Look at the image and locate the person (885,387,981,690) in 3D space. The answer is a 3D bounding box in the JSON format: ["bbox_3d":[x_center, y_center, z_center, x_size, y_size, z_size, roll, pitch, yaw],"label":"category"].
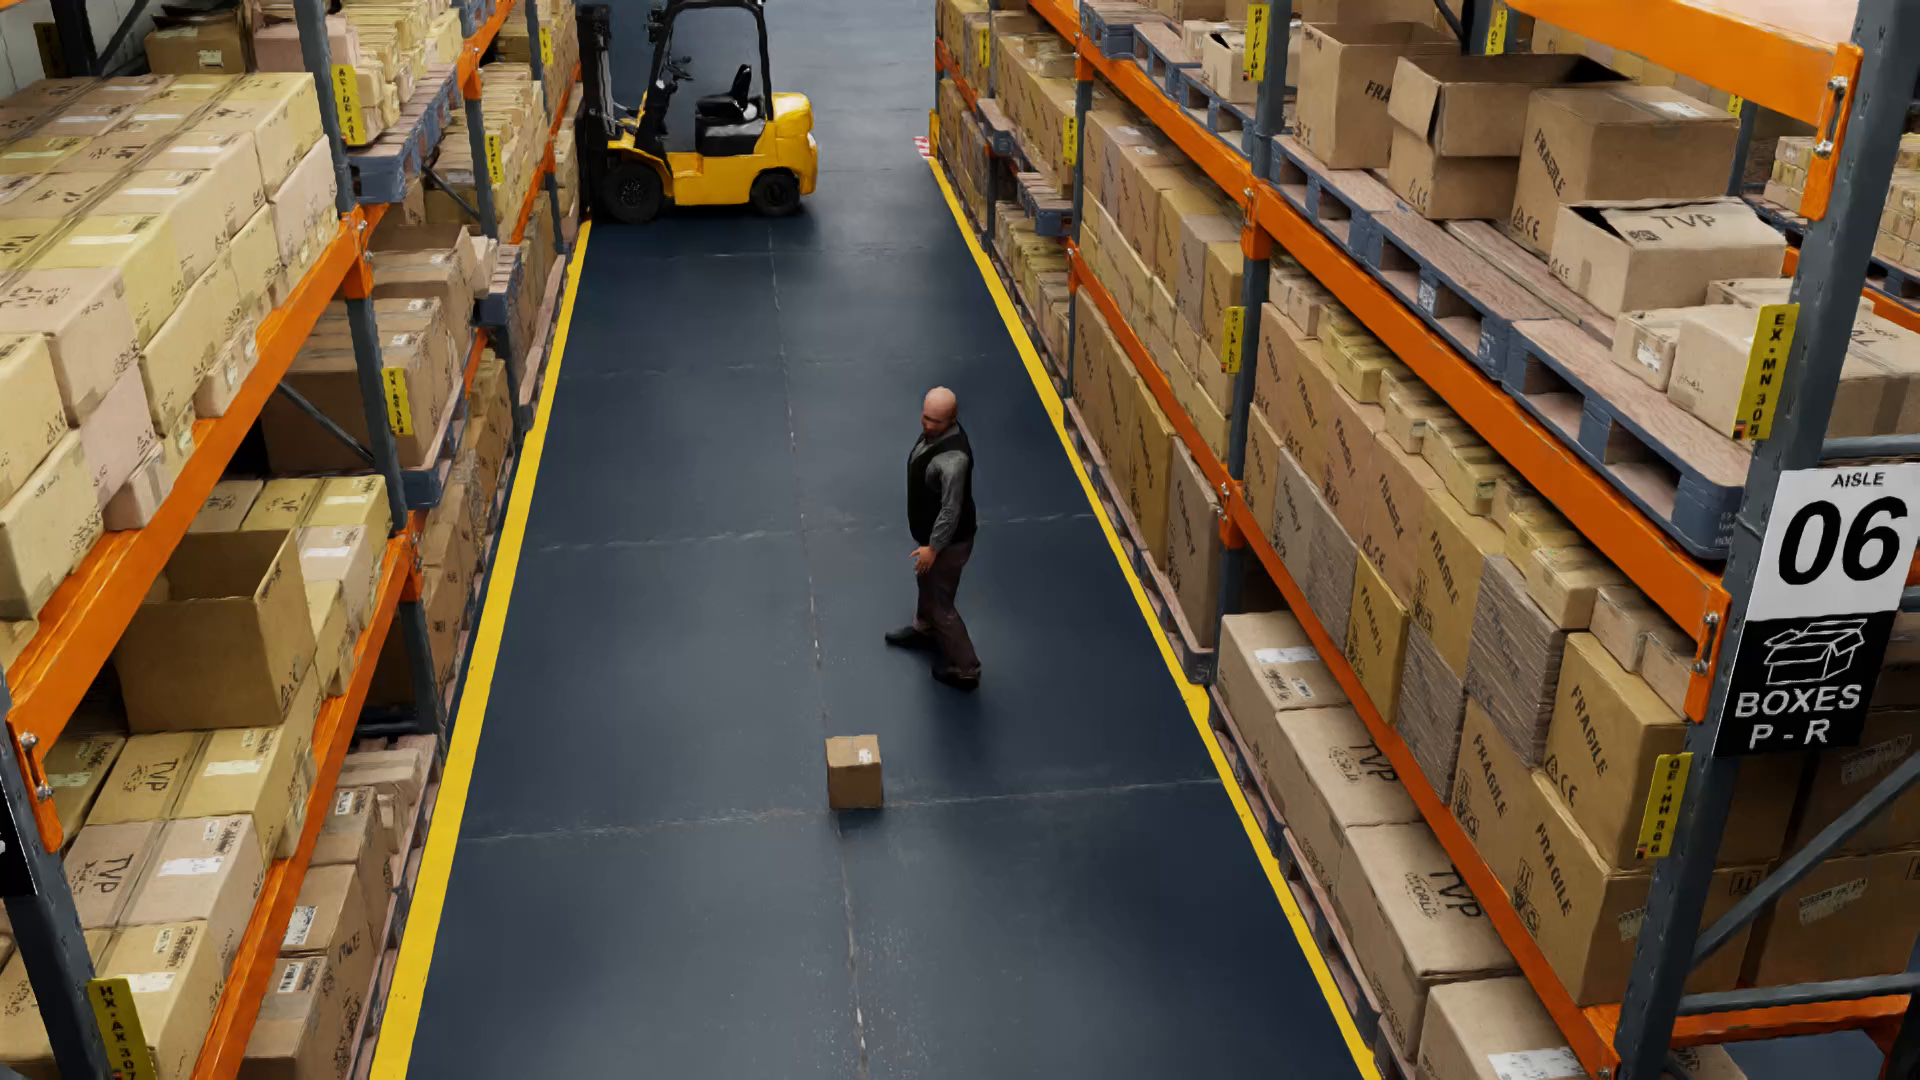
[{"bbox_3d":[-0.157,-0.046,8.773,0.551,1.714,0.661,1,27,2],"label":"person"}]
